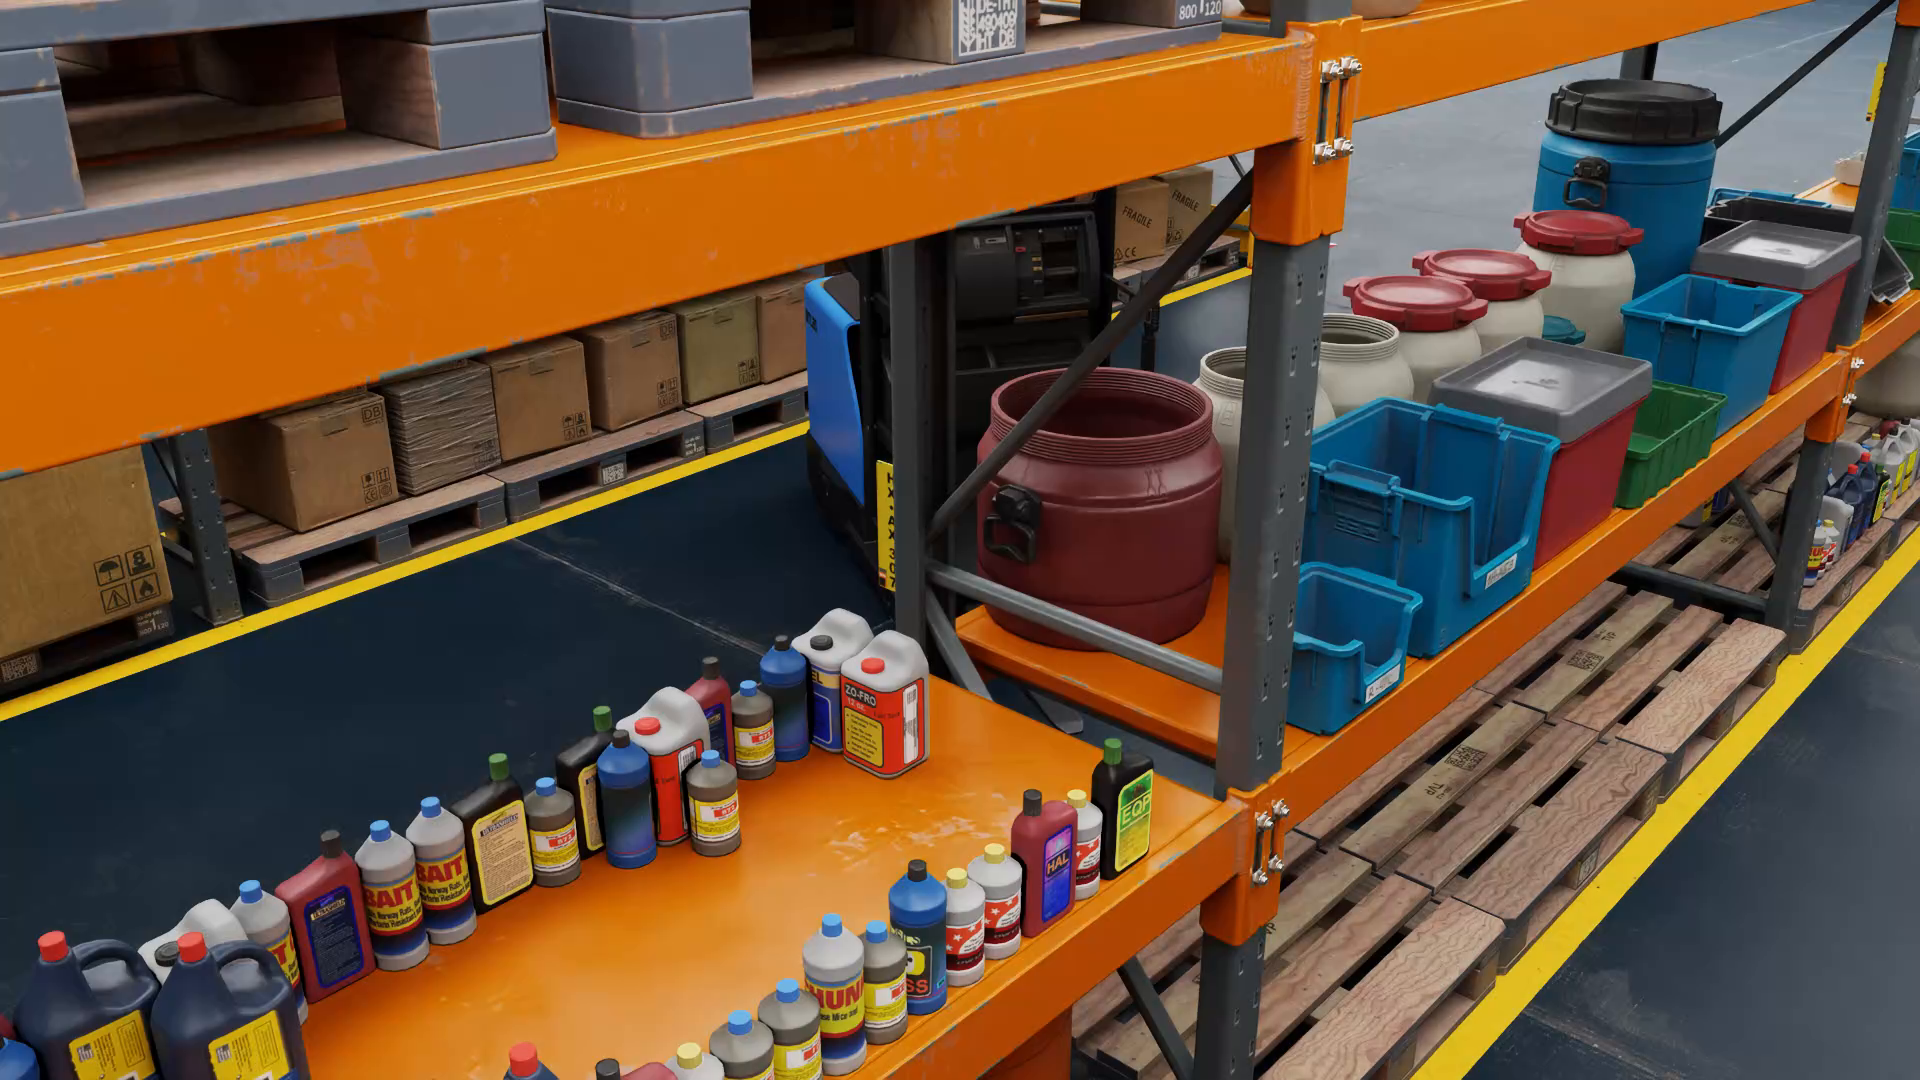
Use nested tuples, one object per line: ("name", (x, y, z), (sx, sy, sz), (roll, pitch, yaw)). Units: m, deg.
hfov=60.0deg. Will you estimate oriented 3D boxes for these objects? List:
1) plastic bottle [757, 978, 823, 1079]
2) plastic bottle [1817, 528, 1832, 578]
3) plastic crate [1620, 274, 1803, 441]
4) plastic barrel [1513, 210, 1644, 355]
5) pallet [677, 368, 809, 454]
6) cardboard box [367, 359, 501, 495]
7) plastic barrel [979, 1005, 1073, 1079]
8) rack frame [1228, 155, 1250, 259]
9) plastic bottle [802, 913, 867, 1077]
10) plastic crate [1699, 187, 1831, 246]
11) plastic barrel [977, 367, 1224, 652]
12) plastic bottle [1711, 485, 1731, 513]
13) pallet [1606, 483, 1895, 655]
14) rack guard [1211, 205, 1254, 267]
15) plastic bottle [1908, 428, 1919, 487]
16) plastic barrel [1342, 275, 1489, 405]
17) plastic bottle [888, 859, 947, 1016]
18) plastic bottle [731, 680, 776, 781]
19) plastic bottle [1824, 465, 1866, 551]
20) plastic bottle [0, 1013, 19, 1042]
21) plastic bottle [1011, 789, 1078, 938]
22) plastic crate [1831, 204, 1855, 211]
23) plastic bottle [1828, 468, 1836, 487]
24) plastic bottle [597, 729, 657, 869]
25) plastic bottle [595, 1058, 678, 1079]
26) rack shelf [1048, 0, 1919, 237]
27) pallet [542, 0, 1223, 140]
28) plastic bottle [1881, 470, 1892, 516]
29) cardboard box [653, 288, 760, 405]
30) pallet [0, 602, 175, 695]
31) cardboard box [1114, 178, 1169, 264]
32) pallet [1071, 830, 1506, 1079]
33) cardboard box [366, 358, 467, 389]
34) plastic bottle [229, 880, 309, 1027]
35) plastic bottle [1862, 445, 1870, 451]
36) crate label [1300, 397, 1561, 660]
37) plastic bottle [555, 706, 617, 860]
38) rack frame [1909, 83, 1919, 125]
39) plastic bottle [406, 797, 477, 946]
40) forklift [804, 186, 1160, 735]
("plastic bottle", (-0.265, 0.776, 2.595), (0.097, 0.201, 0.097), (0, 24, 0))
("plastic bottle", (3.533, 0.046, 6.863), (0.097, 0.201, 0.097), (0, 24, 0))
("plastic crate", (2.422, -0.593, 5.427), (0.392, 0.384, 0.575), (20, 31, 38))
("plastic barrel", (2.125, -0.852, 5.818), (0.433, 0.535, 0.433), (0, 24, 0))
("pallet", (-1.281, -0.864, 9.419), (1.003, 0.211, 1.213), (20, 31, 38))
("cardboard box", (-2.639, -0.598, 7.934), (0.700, 0.500, 0.500), (17, 29, 33))
("plastic barrel", (-0.057, 1.149, 3.660), (0.600, 0.830, 0.708), (20, 31, 38))
("rack frame", (1.908, -3.593, 12.097), (1.000, 3.000, 0.127), (20, 31, 38))
("plastic bottle", (-0.200, 0.715, 2.647), (0.097, 0.271, 0.097), (0, 24, 0))
("plastic crate", (3.463, -1.365, 7.310), (0.499, 0.251, 0.616), (20, 31, 38))
("plastic barrel", (0.341, -0.089, 4.116), (0.600, 0.536, 0.708), (20, 31, 38))
("plastic bottle", (3.397, -0.280, 7.500), (0.152, 0.276, 0.135), (20, 31, 38))
("pallet", (3.406, 0.057, 7.364), (1.003, 0.211, 1.213), (20, 31, 38))
("rack guard", (1.857, -2.429, 12.557), (1.175, 0.500, 0.348), (20, 31, 38))
("plastic bottle", (4.416, -0.407, 7.784), (0.152, 0.276, 0.135), (19, 30, 36))
("plastic barrel", (1.346, -0.497, 5.025), (0.433, 0.535, 0.433), (0, 24, 0))
("plastic bottle", (-0.070, 0.655, 2.780), (0.097, 0.271, 0.097), (0, 24, 0))
("plastic bottle", (-0.435, 0.389, 3.459), (0.097, 0.201, 0.097), (0, 24, 0))
("plastic bottle", (3.774, -0.146, 7.110), (0.144, 0.351, 0.185), (21, 32, 39))
("plastic bottle", (-1.445, 0.801, 2.440), (0.061, 0.283, 0.133), (20, 31, 38))
("plastic bottle", (0.151, 0.560, 2.977), (0.061, 0.283, 0.133), (20, 31, 38))
("plastic crate", (3.822, -1.465, 7.674), (0.530, 0.136, 0.437), (20, 31, 38))
("plastic bottle", (3.781, -0.187, 7.298), (0.097, 0.271, 0.097), (0, 24, 0))
("plastic bottle", (-0.634, 0.485, 3.160), (0.097, 0.271, 0.097), (0, 24, 0))
("plastic bottle", (-0.458, 0.838, 2.357), (0.061, 0.283, 0.133), (20, 31, 38))
("rack shelf", (1.592, -1.453, 4.537), (1.077, 0.370, 4.000), (20, 31, 38))
("pallet", (-0.327, -0.879, 2.609), (1.003, 0.211, 1.213), (20, 31, 38))
("plastic bottle", (4.107, -0.216, 7.447), (0.097, 0.201, 0.097), (0, 24, 0))
("cardboard box", (-1.520, -1.113, 9.083), (0.700, 0.500, 0.500), (20, 31, 37))
("pallet", (-4.014, 0.337, 6.741), (1.003, 0.211, 1.213), (20, 31, 38))
("cardboard box", (1.105, -2.267, 11.681), (0.500, 0.500, 0.500), (-15, 28, -30))
("pallet", (0.803, 1.244, 4.718), (1.003, 0.211, 1.213), (20, 31, 38))
("cardboard box", (-2.660, -0.934, 7.769), (0.500, 0.250, 0.500), (-20, 31, -37))
("plastic bottle", (-1.141, 0.679, 2.727), (0.097, 0.271, 0.097), (0, 24, 0))
("plastic bottle", (4.189, -0.342, 7.728), (0.097, 0.201, 0.097), (0, 24, 0))
("crate label", (1.121, -0.048, 4.147), (0.502, 0.435, 0.616), (20, 31, 38))
("plastic bottle", (-0.705, 0.463, 3.193), (0.061, 0.283, 0.133), (20, 31, 38))
("rack frame", (5.596, -2.240, 9.080), (1.000, 3.000, 0.127), (20, 31, 38))
("plastic bottle", (-0.922, 0.579, 2.949), (0.097, 0.271, 0.097), (0, 24, 0))
("forklift", (0.200, -1.096, 6.612), (1.130, 2.935, 3.031), (-8, 25, -17))
